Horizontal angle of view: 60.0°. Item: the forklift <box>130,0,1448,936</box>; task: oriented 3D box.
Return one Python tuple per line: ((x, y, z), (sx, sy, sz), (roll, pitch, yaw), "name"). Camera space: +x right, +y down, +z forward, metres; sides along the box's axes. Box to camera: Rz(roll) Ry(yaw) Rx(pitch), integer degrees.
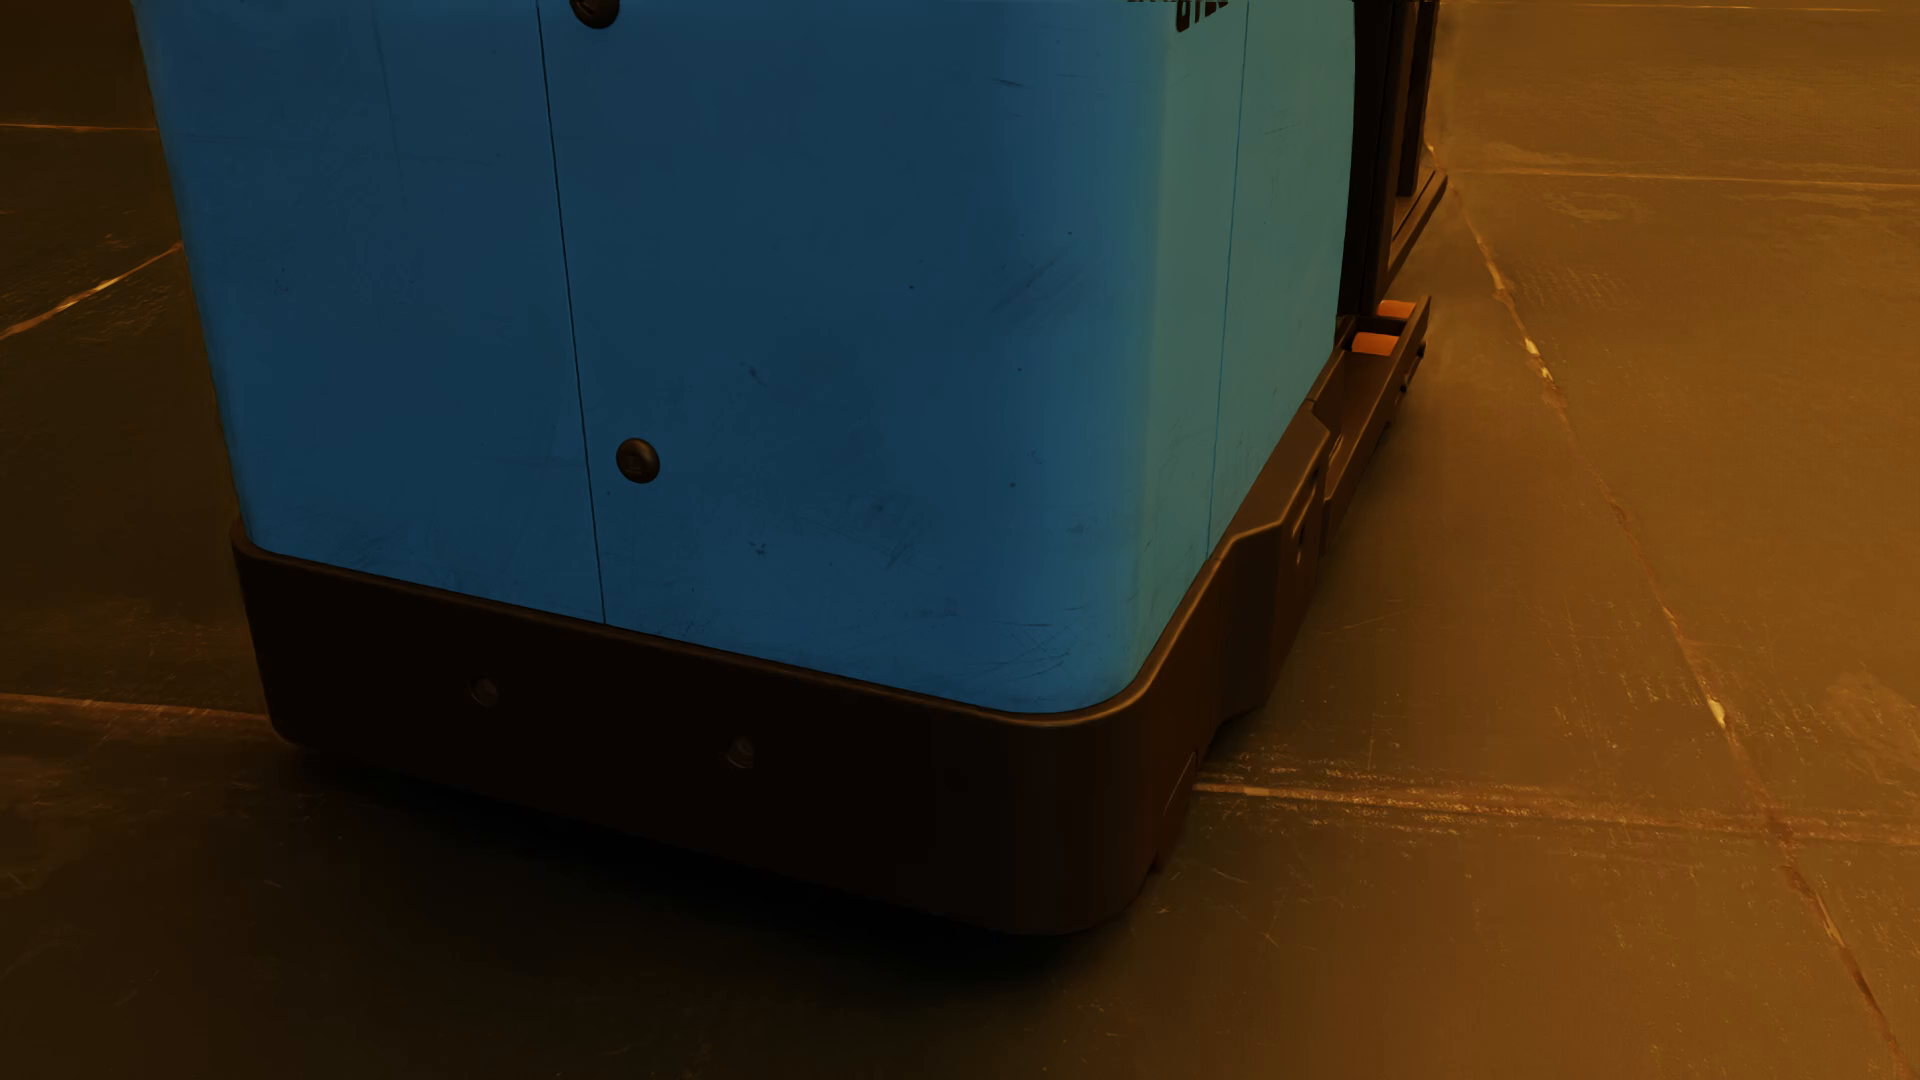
((0.219, -1.569, 2.362), (1.130, 2.935, 3.031), (10, 28, 20), "forklift")
